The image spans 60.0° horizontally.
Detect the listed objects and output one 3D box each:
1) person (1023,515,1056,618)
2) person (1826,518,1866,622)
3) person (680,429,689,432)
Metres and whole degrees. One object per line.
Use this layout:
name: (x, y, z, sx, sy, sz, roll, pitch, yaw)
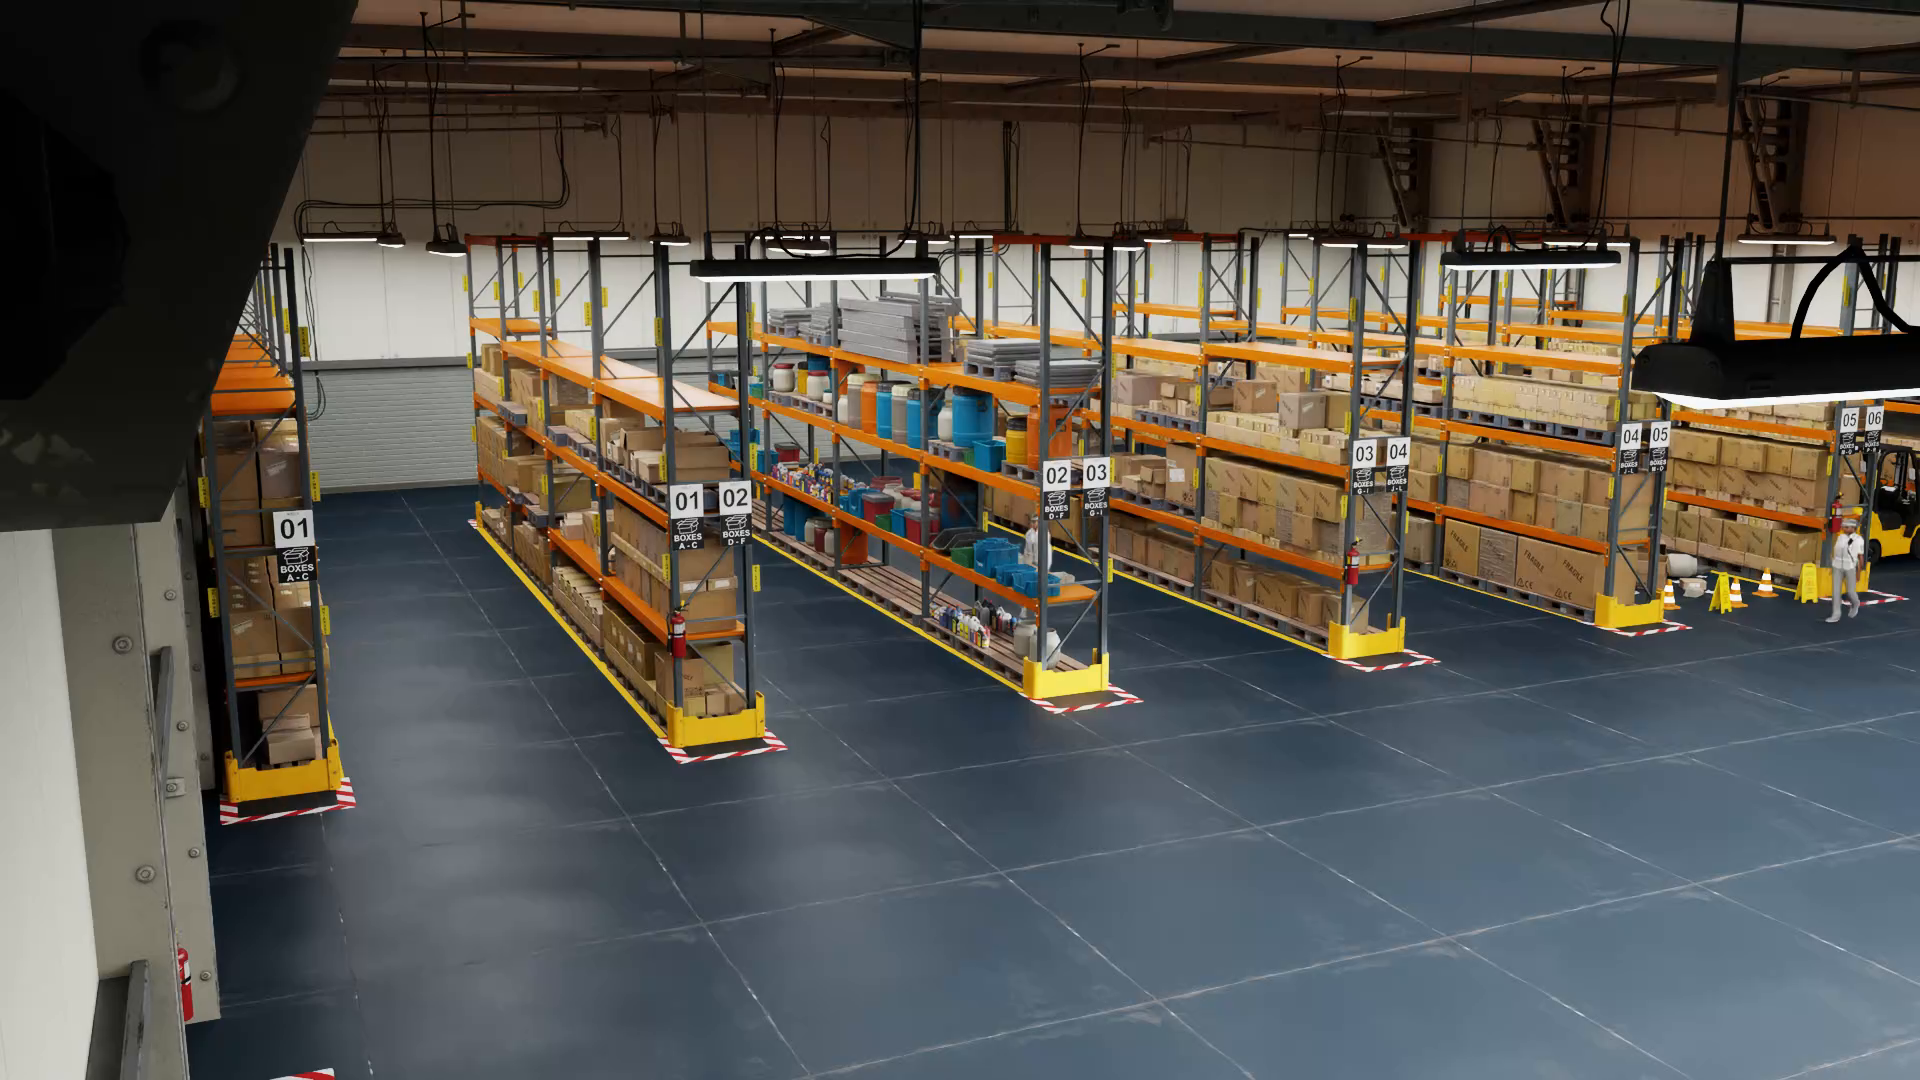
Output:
person: (1.278, 0.419, 26.586, 0.503, 1.694, 0.376, 3, 11, 15)
person: (14.021, 0.457, 26.279, 0.481, 1.683, 0.462, 6, 13, 29)
person: (-6.272, -1.724, 37.734, 0.491, 1.636, 0.930, -4, 12, -21)
